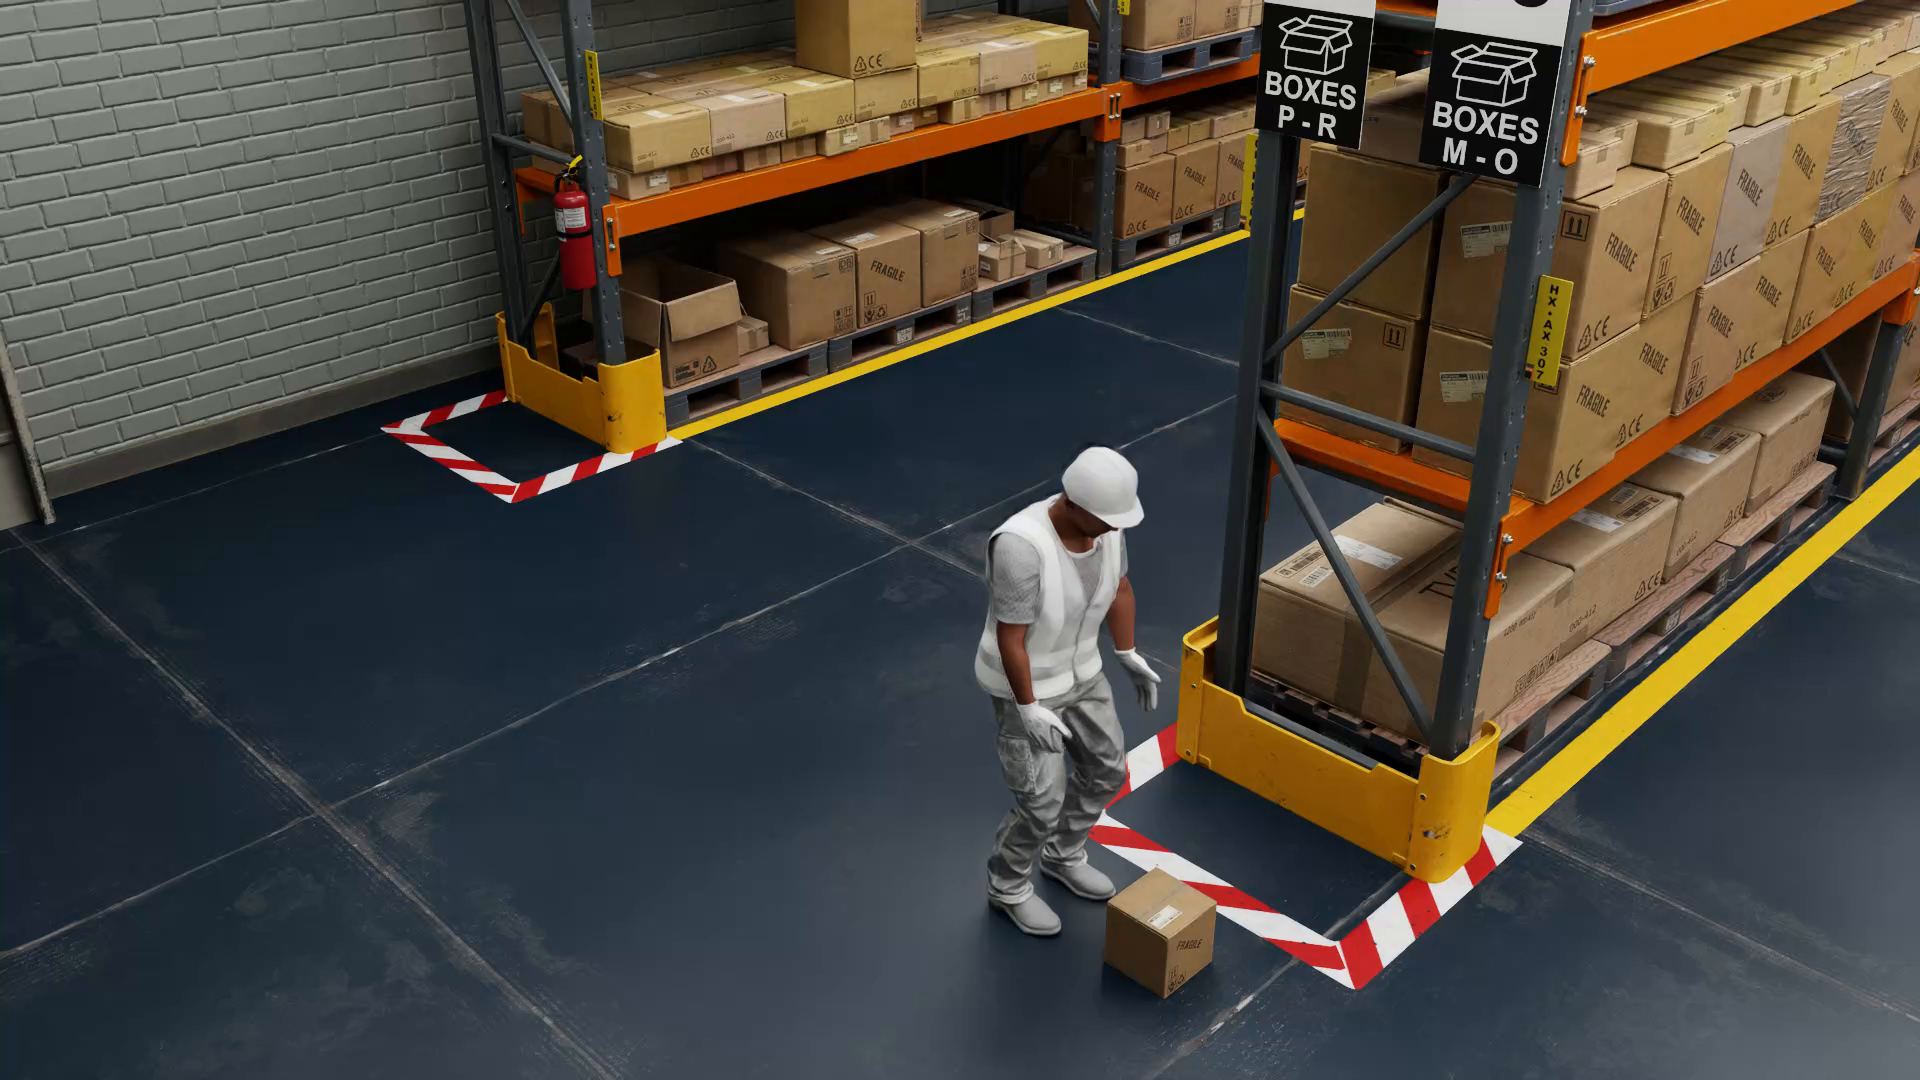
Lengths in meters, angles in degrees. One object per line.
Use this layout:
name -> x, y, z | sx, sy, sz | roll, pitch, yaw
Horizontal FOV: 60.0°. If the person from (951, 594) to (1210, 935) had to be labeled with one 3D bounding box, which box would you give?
person -> 0.385, 0.656, 5.376 | 0.827, 1.288, 0.609 | 25, 36, 39
